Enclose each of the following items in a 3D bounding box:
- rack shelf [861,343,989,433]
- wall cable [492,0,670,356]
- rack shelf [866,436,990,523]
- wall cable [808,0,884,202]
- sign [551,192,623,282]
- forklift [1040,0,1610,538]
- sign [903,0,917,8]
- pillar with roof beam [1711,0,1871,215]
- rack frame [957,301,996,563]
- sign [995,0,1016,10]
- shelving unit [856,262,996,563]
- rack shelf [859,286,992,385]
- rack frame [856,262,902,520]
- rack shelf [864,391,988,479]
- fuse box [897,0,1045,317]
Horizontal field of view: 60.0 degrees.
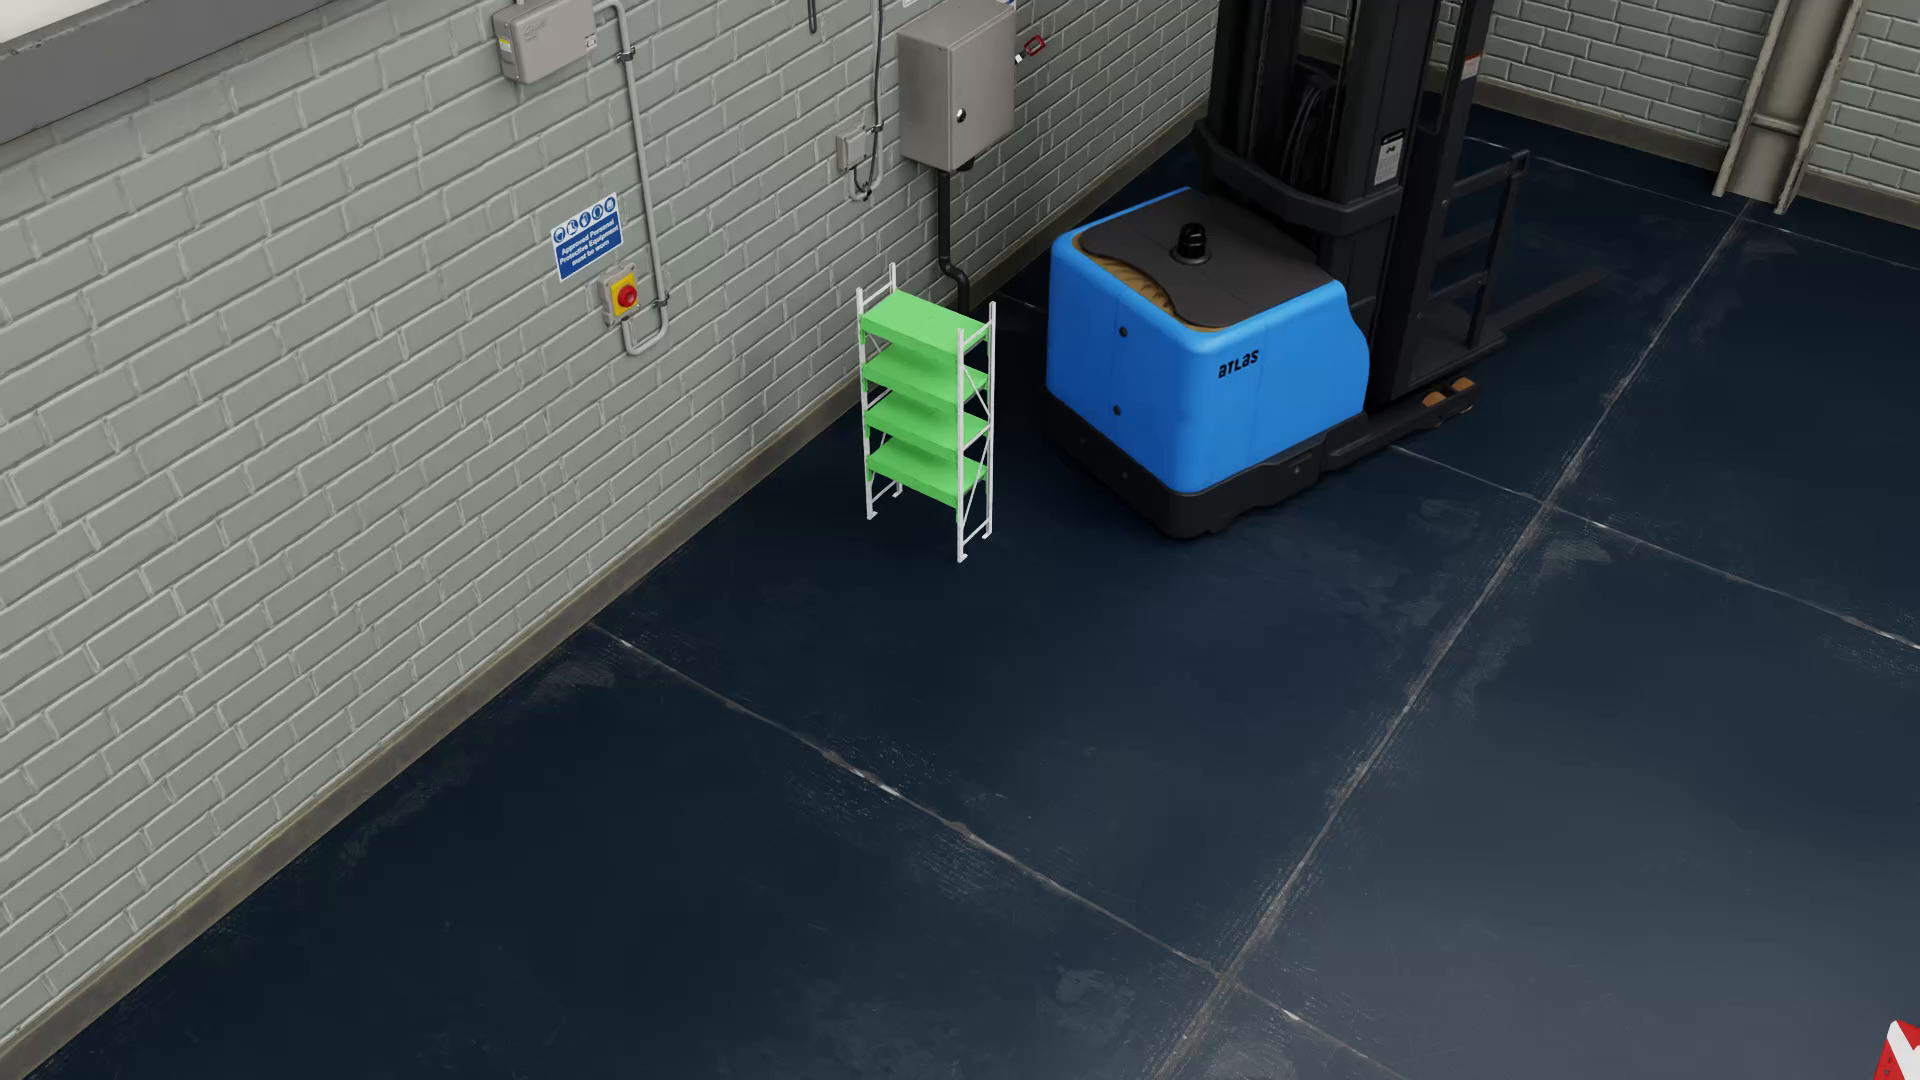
[{"bbox_3d":[-0.136,-0.642,6.803,0.480,0.148,0.258,25,48,25],"label":"rack shelf"},{"bbox_3d":[-1.270,-1.391,5.769,0.123,1.953,0.585,25,48,25],"label":"wall cable"},{"bbox_3d":[-0.136,-0.284,7.123,0.480,0.148,0.258,25,48,25],"label":"rack shelf"},{"bbox_3d":[-0.465,-2.158,6.650,0.122,1.984,0.588,25,48,25],"label":"wall cable"},{"bbox_3d":[-1.348,-1.098,6.025,0.001,0.218,0.327,25,48,25],"label":"sign"},{"bbox_3d":[1.871,-1.886,7.160,3.031,2.935,1.130,-25,48,-25],"label":"forklift"},{"bbox_3d":[-0.146,-2.448,7.117,0.001,0.242,0.339,25,48,25],"label":"sign"},{"bbox_3d":[2.045,-2.975,3.827,0.400,9.000,9.100,25,48,25],"label":"pillar with roof beam"},{"bbox_3d":[0.064,-0.417,6.816,0.015,1.200,0.240,25,48,25],"label":"rack frame"},{"bbox_3d":[0.170,-2.405,7.759,0.001,0.494,0.329,25,48,25],"label":"sign"},{"bbox_3d":[-0.136,-0.511,6.921,0.503,1.200,0.258,25,48,25],"label":"shelving unit"},{"bbox_3d":[-0.136,-0.821,6.643,0.480,0.148,0.258,25,48,25],"label":"rack shelf"},{"bbox_3d":[-0.335,-0.604,7.025,0.015,1.200,0.240,25,48,25],"label":"rack frame"},{"bbox_3d":[-0.136,-0.463,6.963,0.480,0.148,0.258,25,48,25],"label":"rack shelf"},{"bbox_3d":[0.056,-1.611,7.767,0.414,1.711,0.539,25,48,25],"label":"fuse box"}]
